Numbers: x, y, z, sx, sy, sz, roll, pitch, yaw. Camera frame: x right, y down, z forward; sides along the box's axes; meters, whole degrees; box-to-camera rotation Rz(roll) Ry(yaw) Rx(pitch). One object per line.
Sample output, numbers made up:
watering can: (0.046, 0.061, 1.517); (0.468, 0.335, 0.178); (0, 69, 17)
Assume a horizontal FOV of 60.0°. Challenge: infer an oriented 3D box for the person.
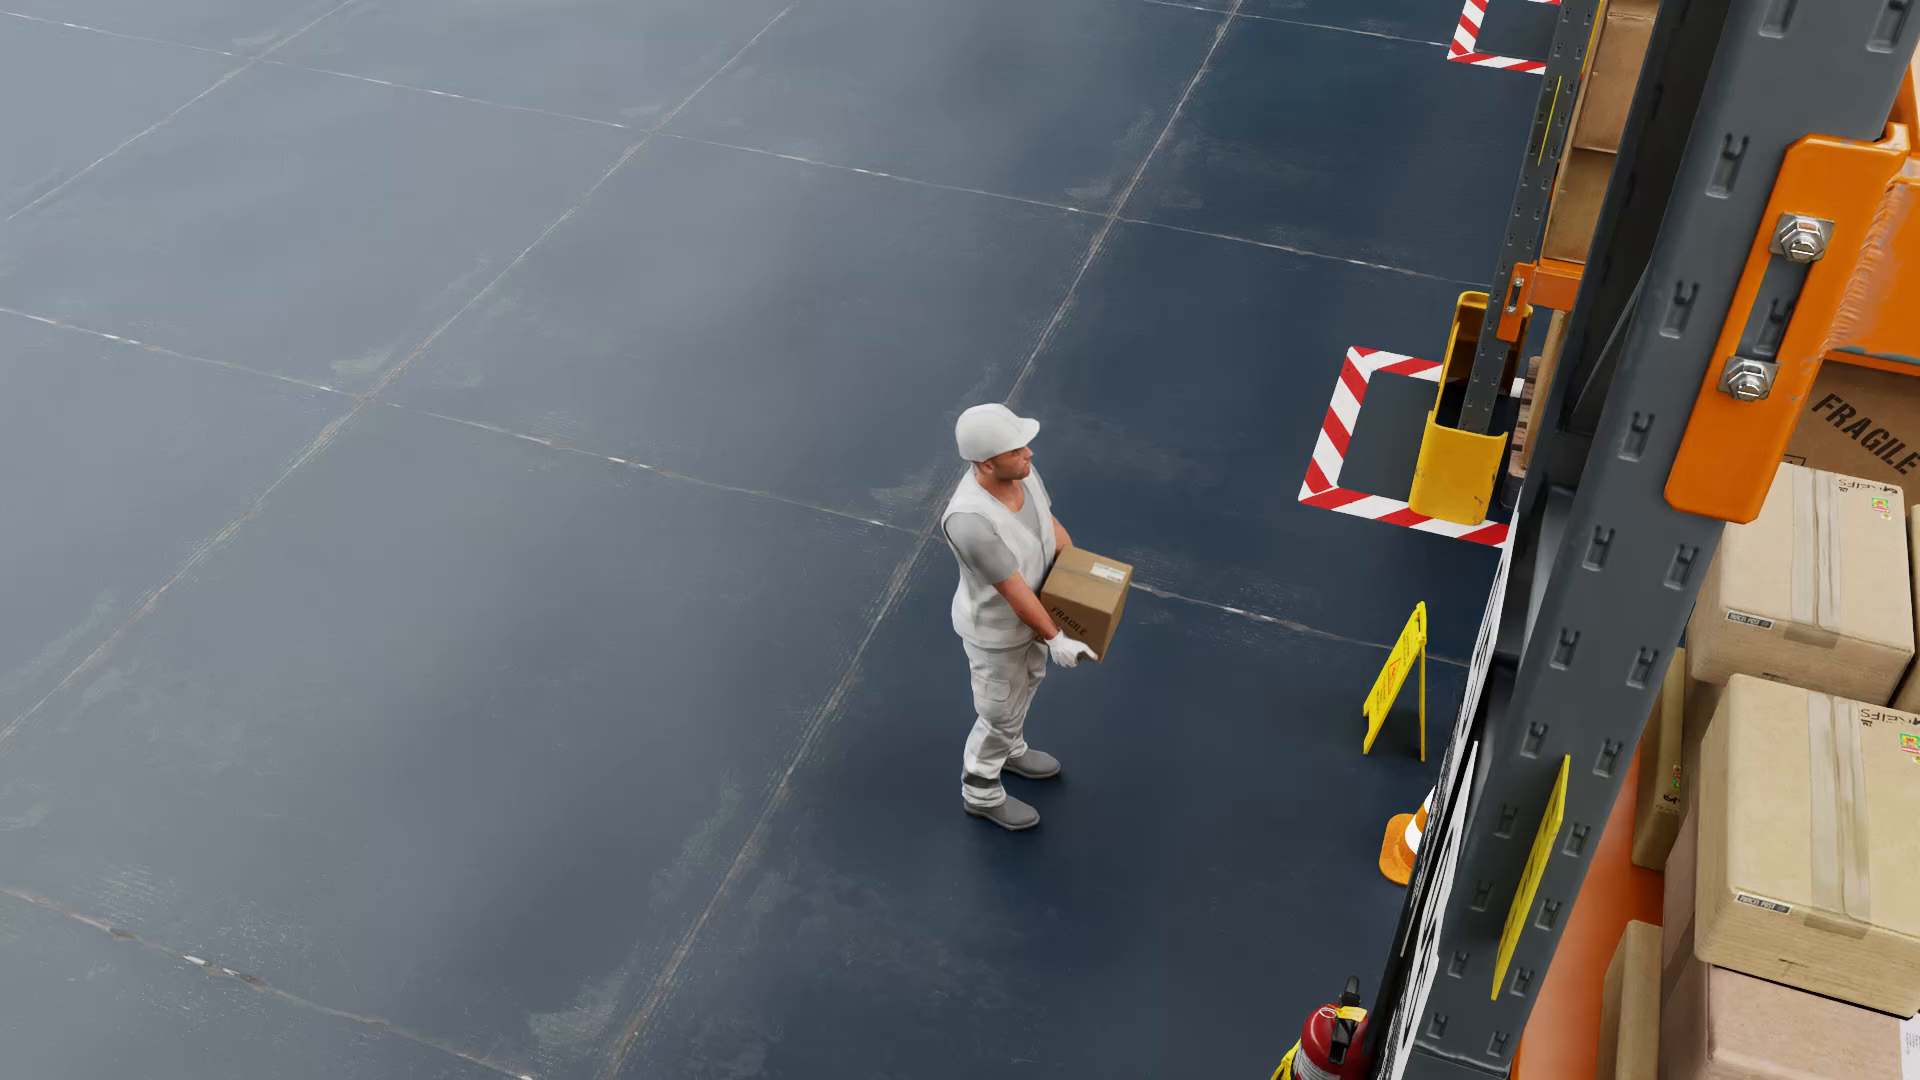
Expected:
person: (0.251, 0.293, 5.810); (0.563, 1.782, 0.493); (14, 43, 15)
